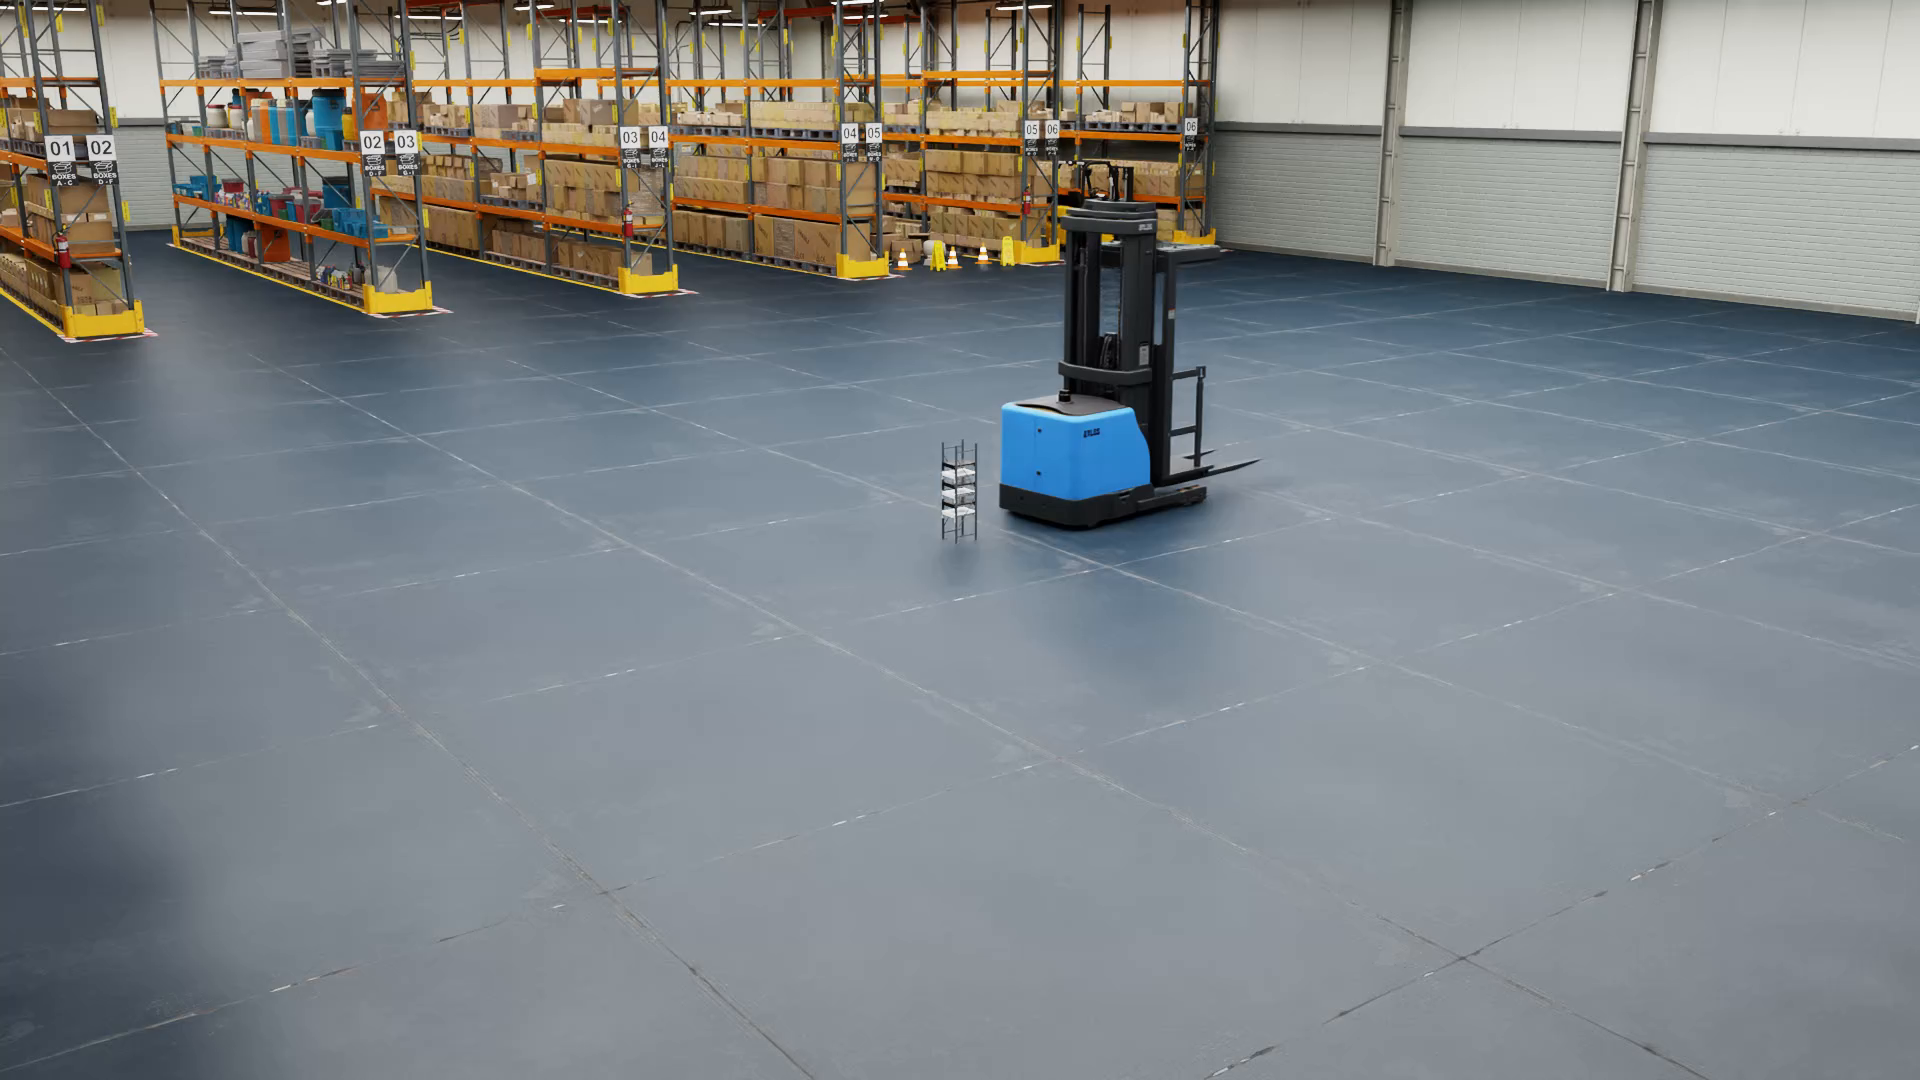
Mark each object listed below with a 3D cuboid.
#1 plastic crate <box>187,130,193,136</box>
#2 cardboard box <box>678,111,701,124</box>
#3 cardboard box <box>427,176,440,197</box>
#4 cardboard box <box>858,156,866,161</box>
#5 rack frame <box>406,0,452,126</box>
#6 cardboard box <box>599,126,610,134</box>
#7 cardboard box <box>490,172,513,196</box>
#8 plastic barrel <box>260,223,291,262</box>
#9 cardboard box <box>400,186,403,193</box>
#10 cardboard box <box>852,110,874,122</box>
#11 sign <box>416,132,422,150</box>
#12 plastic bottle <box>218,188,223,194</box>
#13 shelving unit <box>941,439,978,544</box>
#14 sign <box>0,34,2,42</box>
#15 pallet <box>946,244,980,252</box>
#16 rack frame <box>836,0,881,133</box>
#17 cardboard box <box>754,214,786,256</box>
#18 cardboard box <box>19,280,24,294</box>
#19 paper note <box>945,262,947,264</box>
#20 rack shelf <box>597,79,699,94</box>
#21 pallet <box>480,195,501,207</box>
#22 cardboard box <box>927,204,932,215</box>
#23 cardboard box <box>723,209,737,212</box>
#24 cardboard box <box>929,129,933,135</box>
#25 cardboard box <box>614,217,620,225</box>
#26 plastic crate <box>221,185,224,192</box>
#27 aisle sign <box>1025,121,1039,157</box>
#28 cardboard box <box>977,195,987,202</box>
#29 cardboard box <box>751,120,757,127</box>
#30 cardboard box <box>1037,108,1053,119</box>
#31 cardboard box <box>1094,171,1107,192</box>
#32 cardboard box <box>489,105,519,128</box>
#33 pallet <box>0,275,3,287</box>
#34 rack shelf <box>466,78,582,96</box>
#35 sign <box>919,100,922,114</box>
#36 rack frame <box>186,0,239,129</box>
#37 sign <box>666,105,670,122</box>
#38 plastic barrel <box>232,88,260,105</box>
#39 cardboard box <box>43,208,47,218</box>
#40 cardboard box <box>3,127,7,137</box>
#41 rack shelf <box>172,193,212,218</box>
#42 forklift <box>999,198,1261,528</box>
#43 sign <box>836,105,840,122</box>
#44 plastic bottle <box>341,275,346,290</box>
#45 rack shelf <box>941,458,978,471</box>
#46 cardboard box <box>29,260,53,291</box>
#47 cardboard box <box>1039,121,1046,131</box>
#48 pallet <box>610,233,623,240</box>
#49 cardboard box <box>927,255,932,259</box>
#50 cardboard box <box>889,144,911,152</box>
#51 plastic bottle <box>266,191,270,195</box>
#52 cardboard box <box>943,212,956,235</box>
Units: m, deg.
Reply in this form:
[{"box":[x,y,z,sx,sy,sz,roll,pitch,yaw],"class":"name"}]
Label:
[{"box":[-18.298,-9.738,39.792,0.293,0.136,0.466,-11,19,-35],"class":"plastic crate"},{"box":[-6.565,-10.335,40.656,0.500,0.311,0.500,-11,19,-34],"class":"cardboard box"},{"box":[-12.871,-8.779,41.280,0.500,0.500,0.500,-11,19,-34],"class":"cardboard box"},{"box":[-2.478,-9.811,43.692,0.500,0.500,0.500,-10,18,-32],"class":"cardboard box"},{"box":[-13.236,-11.869,41.393,1.000,3.000,0.127,-11,19,-35],"class":"rack frame"},{"box":[-6.904,-8.105,32.855,0.380,0.149,0.250,-12,19,-37],"class":"cardboard box"},{"box":[-10.534,-8.262,38.597,0.500,0.500,0.500,-14,21,-41],"class":"cardboard box"},{"box":[-15.192,-6.610,36.859,0.600,0.830,0.708,-11,19,-35],"class":"plastic barrel"},{"box":[-14.286,-9.088,43.073,0.380,0.149,0.250,-10,18,-34],"class":"cardboard box"},{"box":[-2.185,-9.072,35.595,0.500,0.250,0.500,-11,19,-35],"class":"cardboard box"},{"box":[-9.739,-7.179,29.926,0.100,0.325,0.005,-11,19,-35],"class":"sign"},{"box":[-17.274,-8.048,38.893,0.144,0.351,0.185,-11,19,-35],"class":"plastic bottle"},{"box":[-0.005,-0.436,14.964,0.258,0.900,0.210,-11,19,-35],"class":"shelving unit"},{"box":[-20.806,-10.946,35.953,0.100,0.325,0.005,-11,19,-35],"class":"sign"},{"box":[-0.093,-7.322,41.428,1.003,0.211,1.213,-11,19,-35],"class":"pallet"},{"box":[-2.109,-10.054,34.765,1.000,3.000,0.127,-11,19,-35],"class":"rack frame"},{"box":[-4.147,-7.048,38.373,0.875,0.875,0.875,-11,19,-34],"class":"cardboard box"},{"box":[-17.322,-4.758,31.191,0.500,0.250,0.500,-11,19,-35],"class":"cardboard box"},{"box":[-0.330,-6.412,38.444,0.142,0.019,0.148,10,18,33],"class":"paper note"},{"box":[-7.989,-11.650,42.715,1.077,0.370,4.000,-11,19,-35],"class":"rack shelf"},{"box":[-10.379,-7.893,38.594,1.213,0.211,1.003,-11,19,-35],"class":"pallet"},{"box":[-0.784,-10.031,49.983,0.500,0.500,0.500,-11,19,-35],"class":"cardboard box"},{"box":[-6.558,-10.014,50.042,0.875,0.438,0.875,-10,18,-33],"class":"cardboard box"},{"box":[-0.531,-10.025,40.815,0.380,0.149,0.250,-11,19,-35],"class":"cardboard box"},{"box":[-6.661,-6.374,33.157,0.380,0.149,0.250,-11,19,-35],"class":"cardboard box"},{"box":[-17.991,-8.533,40.680,0.437,0.282,0.530,-11,19,-35],"class":"plastic crate"},{"box":[1.638,-9.146,37.887,0.394,0.787,0.004,-11,19,-35],"class":"aisle sign"},{"box":[0.634,-8.138,39.605,0.380,0.149,0.250,-11,19,-35],"class":"cardboard box"},{"box":[-4.522,-9.461,37.770,0.380,0.149,0.250,-11,19,-35],"class":"cardboard box"},{"box":[2.423,-11.511,44.954,0.500,0.311,0.500,-12,19,-36],"class":"cardboard box"},{"box":[3.866,-9.380,43.477,0.500,0.500,0.500,-10,18,-34],"class":"cardboard box"},{"box":[-10.219,-9.501,37.291,0.500,0.500,0.500,-12,19,-36],"class":"cardboard box"},{"box":[-19.308,-5.404,34.422,1.003,0.211,1.213,-11,19,-35],"class":"pallet"},{"box":[-9.708,-10.047,36.860,1.077,0.370,4.000,-11,19,-35],"class":"rack shelf"},{"box":[-0.963,-10.604,40.730,0.100,0.325,0.005,-11,19,-35],"class":"sign"},{"box":[-17.242,-11.100,38.585,1.000,3.000,0.127,-11,19,-35],"class":"rack frame"},{"box":[-5.741,-8.365,32.620,0.100,0.325,0.005,-11,19,-35],"class":"sign"},{"box":[-16.115,-9.757,37.614,0.600,0.901,0.708,-11,19,-35],"class":"plastic barrel"},{"box":[-15.488,-5.620,28.508,0.380,0.149,0.250,-11,19,-35],"class":"cardboard box"},{"box":[-18.264,-7.964,32.297,0.500,0.250,0.500,-10,18,-33],"class":"cardboard box"},{"box":[-18.418,-8.286,41.032,1.077,0.370,4.000,-11,19,-35],"class":"rack shelf"},{"box":[1.800,-1.835,16.228,3.031,2.935,1.130,-14,20,-41],"class":"forklift"},{"box":[-2.556,-8.915,34.758,0.100,0.325,0.005,-11,19,-35],"class":"sign"},{"box":[-11.704,-4.892,31.580,0.061,0.283,0.133,-10,18,-33],"class":"plastic bottle"},{"box":[-0.005,-0.664,14.901,0.258,0.077,0.200,-11,19,-35],"class":"rack shelf"},{"box":[-16.228,-4.715,29.612,0.500,0.500,0.500,-11,19,-35],"class":"cardboard box"},{"box":[1.756,-9.617,38.571,0.500,0.250,0.500,-11,19,-36],"class":"cardboard box"},{"box":[-8.705,-8.212,44.681,1.003,0.211,1.213,-11,19,-35],"class":"pallet"},{"box":[-0.568,-6.542,38.696,0.380,0.149,0.250,-2,15,-6],"class":"cardboard box"},{"box":[-1.867,-12.077,51.818,0.500,0.500,0.500,-11,19,-36],"class":"cardboard box"},{"box":[-15.789,-7.802,37.992,0.144,0.351,0.185,-11,19,-35],"class":"plastic bottle"},{"box":[-0.063,-7.762,40.748,0.500,0.500,0.500,-10,18,-32],"class":"cardboard box"}]
